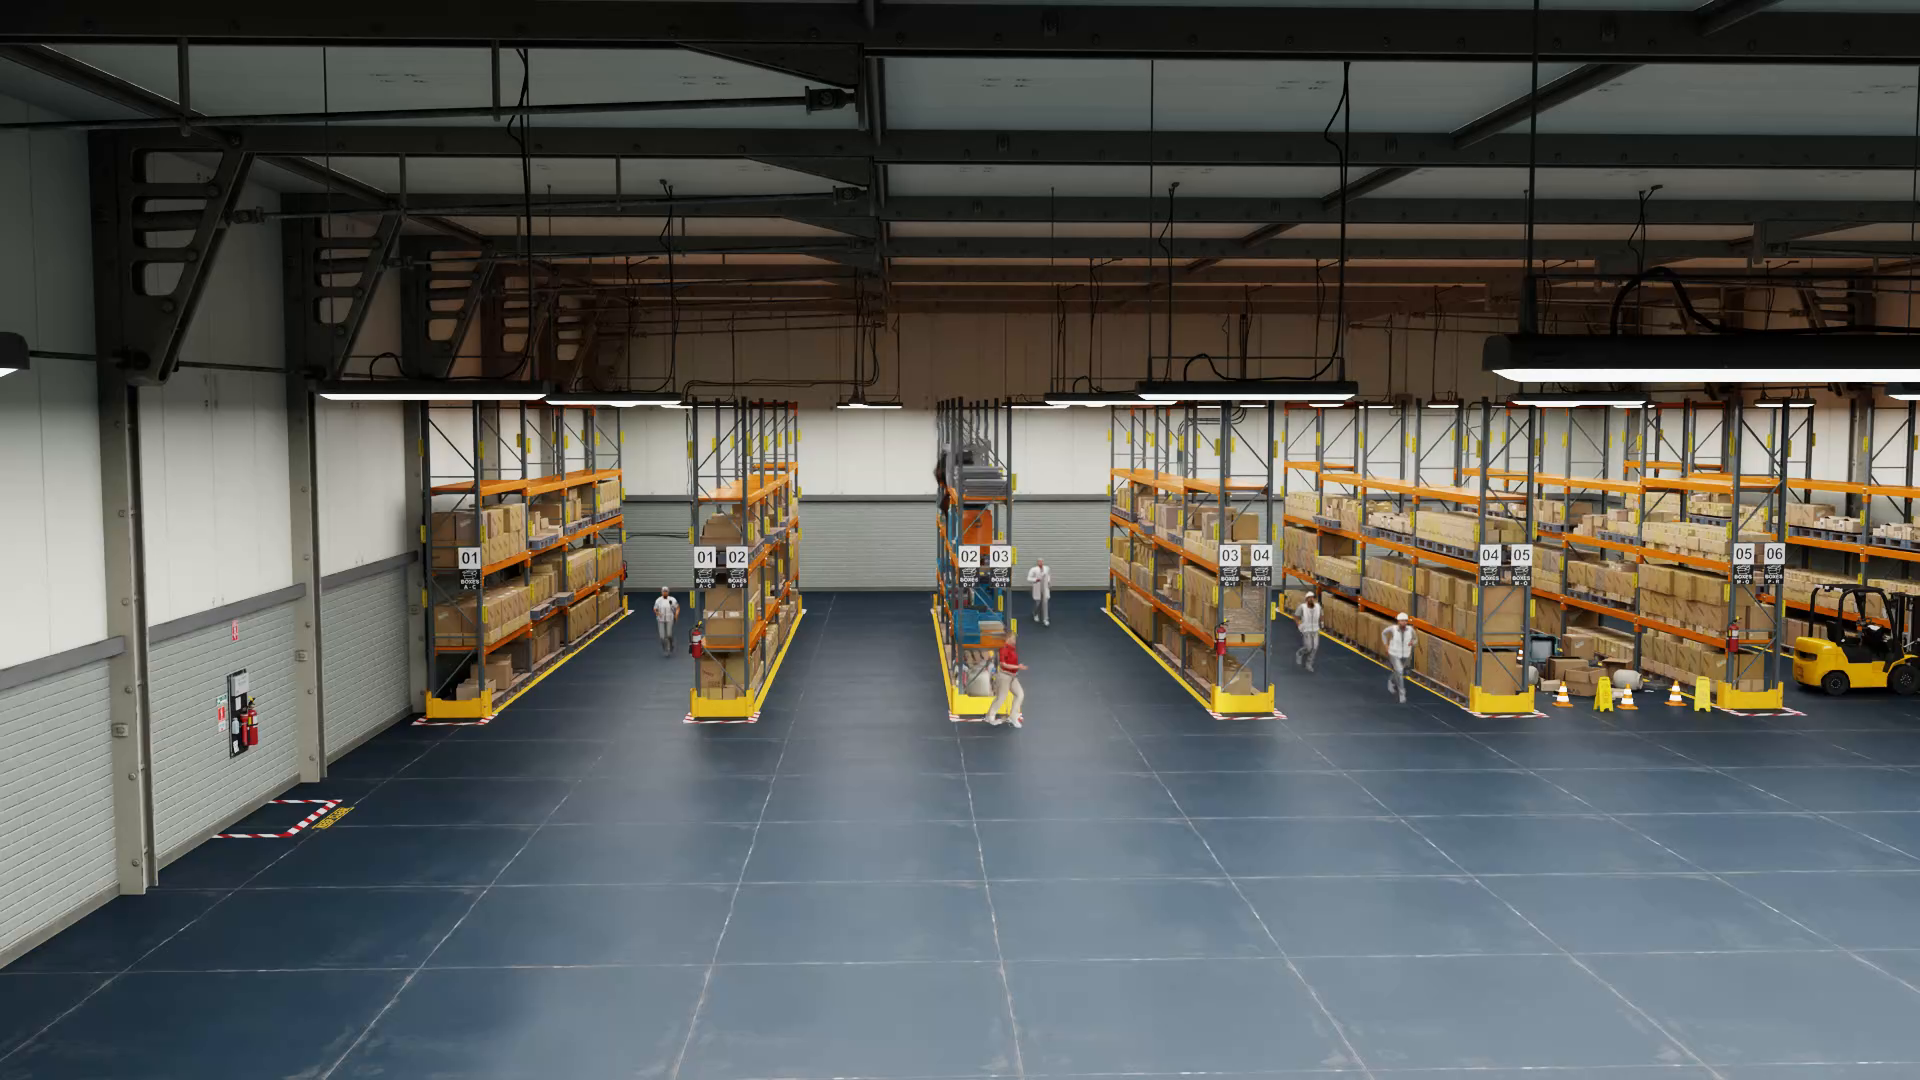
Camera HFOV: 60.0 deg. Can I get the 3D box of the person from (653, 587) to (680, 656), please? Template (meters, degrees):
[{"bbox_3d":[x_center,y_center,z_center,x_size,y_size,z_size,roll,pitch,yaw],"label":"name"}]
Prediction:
[{"bbox_3d":[-6.883,1.908,38.943,0.599,1.628,0.531,0,4,-3],"label":"person"}]

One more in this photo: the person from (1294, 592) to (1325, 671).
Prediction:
[{"bbox_3d":[7.752,2.016,36.800,0.671,1.749,0.640,-1,4,-10],"label":"person"}]

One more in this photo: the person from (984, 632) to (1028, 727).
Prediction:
[{"bbox_3d":[0.852,2.559,30.126,0.825,1.797,0.604,2,5,22],"label":"person"}]

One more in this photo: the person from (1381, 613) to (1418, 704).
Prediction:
[{"bbox_3d":[8.712,2.307,33.045,0.658,1.787,1.022,-1,4,-9],"label":"person"}]

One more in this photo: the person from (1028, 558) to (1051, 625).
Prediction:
[{"bbox_3d":[2.158,1.354,44.676,0.710,1.771,1.034,-1,5,-14],"label":"person"}]
